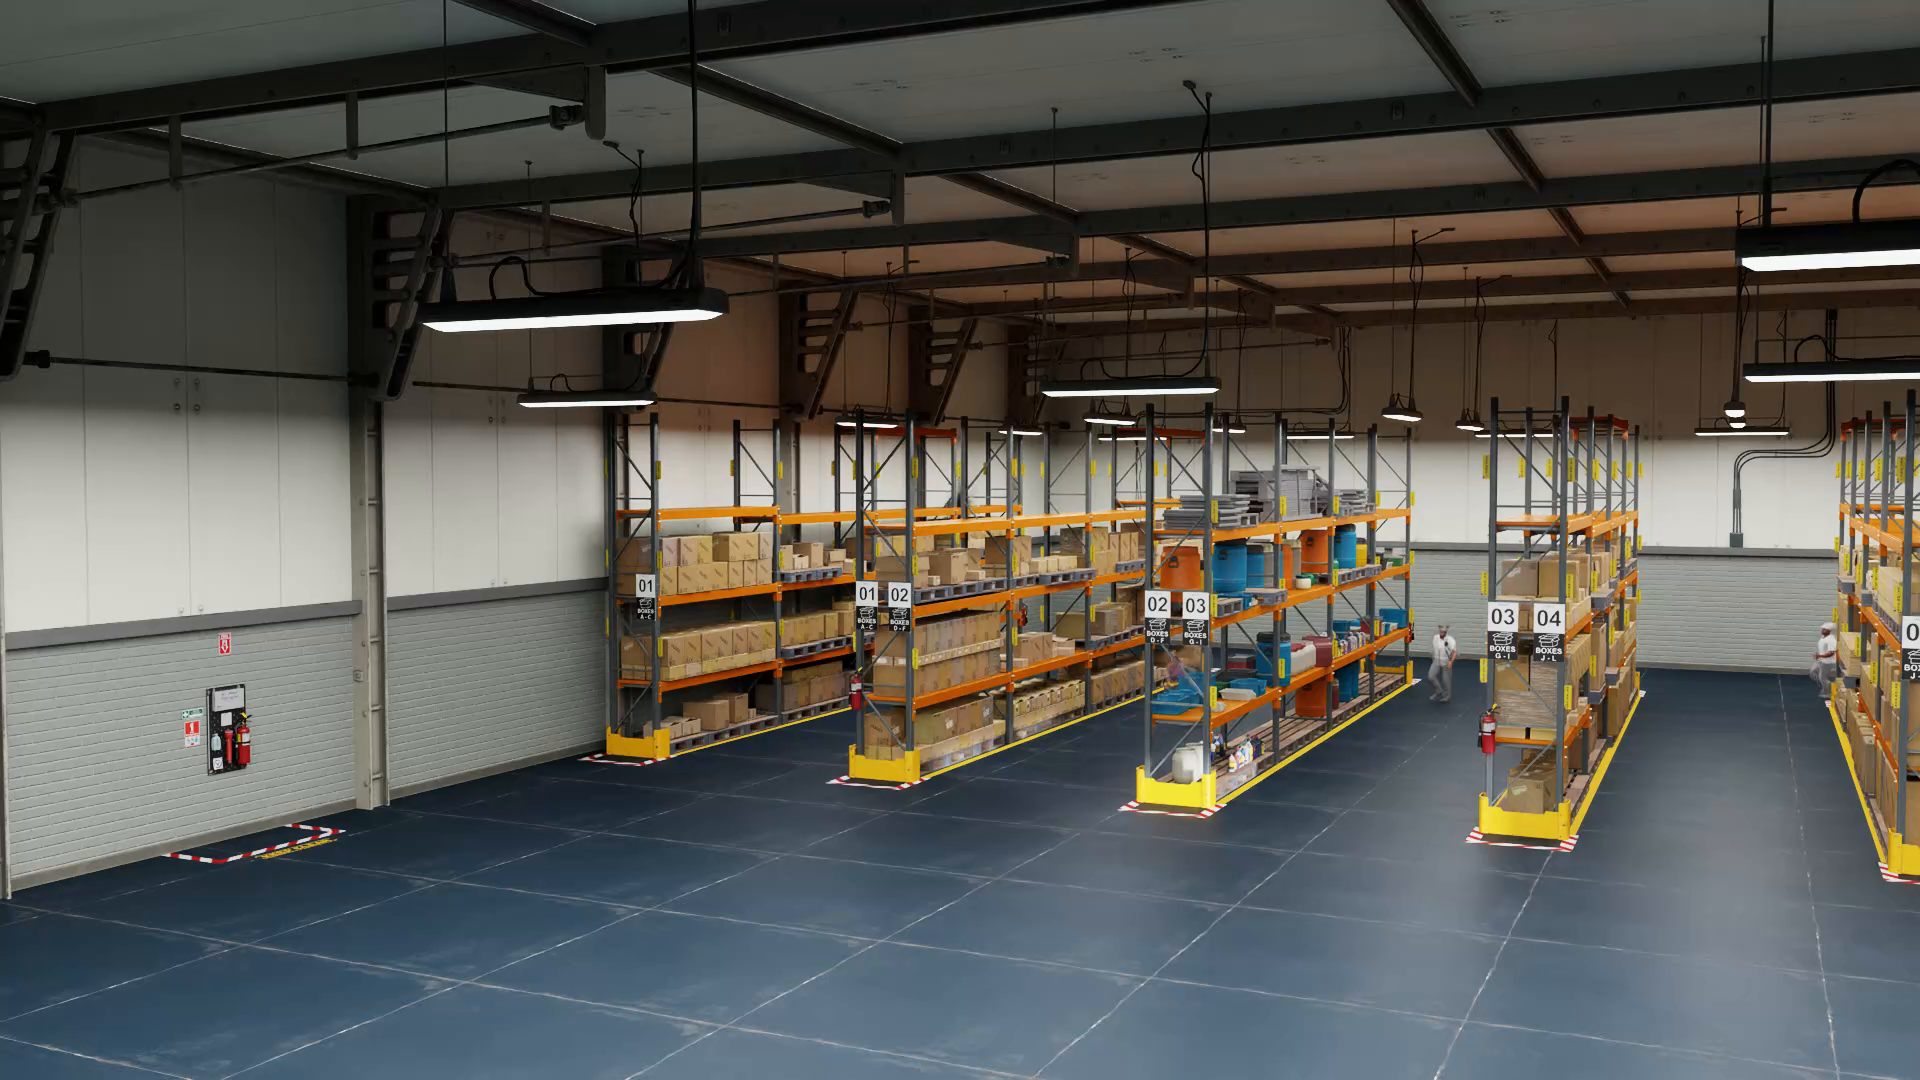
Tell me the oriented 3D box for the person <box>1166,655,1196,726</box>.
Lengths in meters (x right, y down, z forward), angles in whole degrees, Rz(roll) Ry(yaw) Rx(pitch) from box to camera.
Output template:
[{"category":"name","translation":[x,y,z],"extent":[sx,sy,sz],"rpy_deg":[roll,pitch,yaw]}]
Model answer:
[{"category":"person","translation":[4.289,2.928,32.234],"extent":[0.562,1.429,0.765],"rpy_deg":[2,3,39]}]

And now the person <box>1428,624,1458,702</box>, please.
[{"category":"person","translation":[10.369,2.644,35.663],"extent":[0.661,1.693,0.738],"rpy_deg":[2,3,38]}]

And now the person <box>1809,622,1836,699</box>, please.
[{"category":"person","translation":[18.853,2.633,36.236],"extent":[0.534,1.699,0.740],"rpy_deg":[0,2,10]}]
